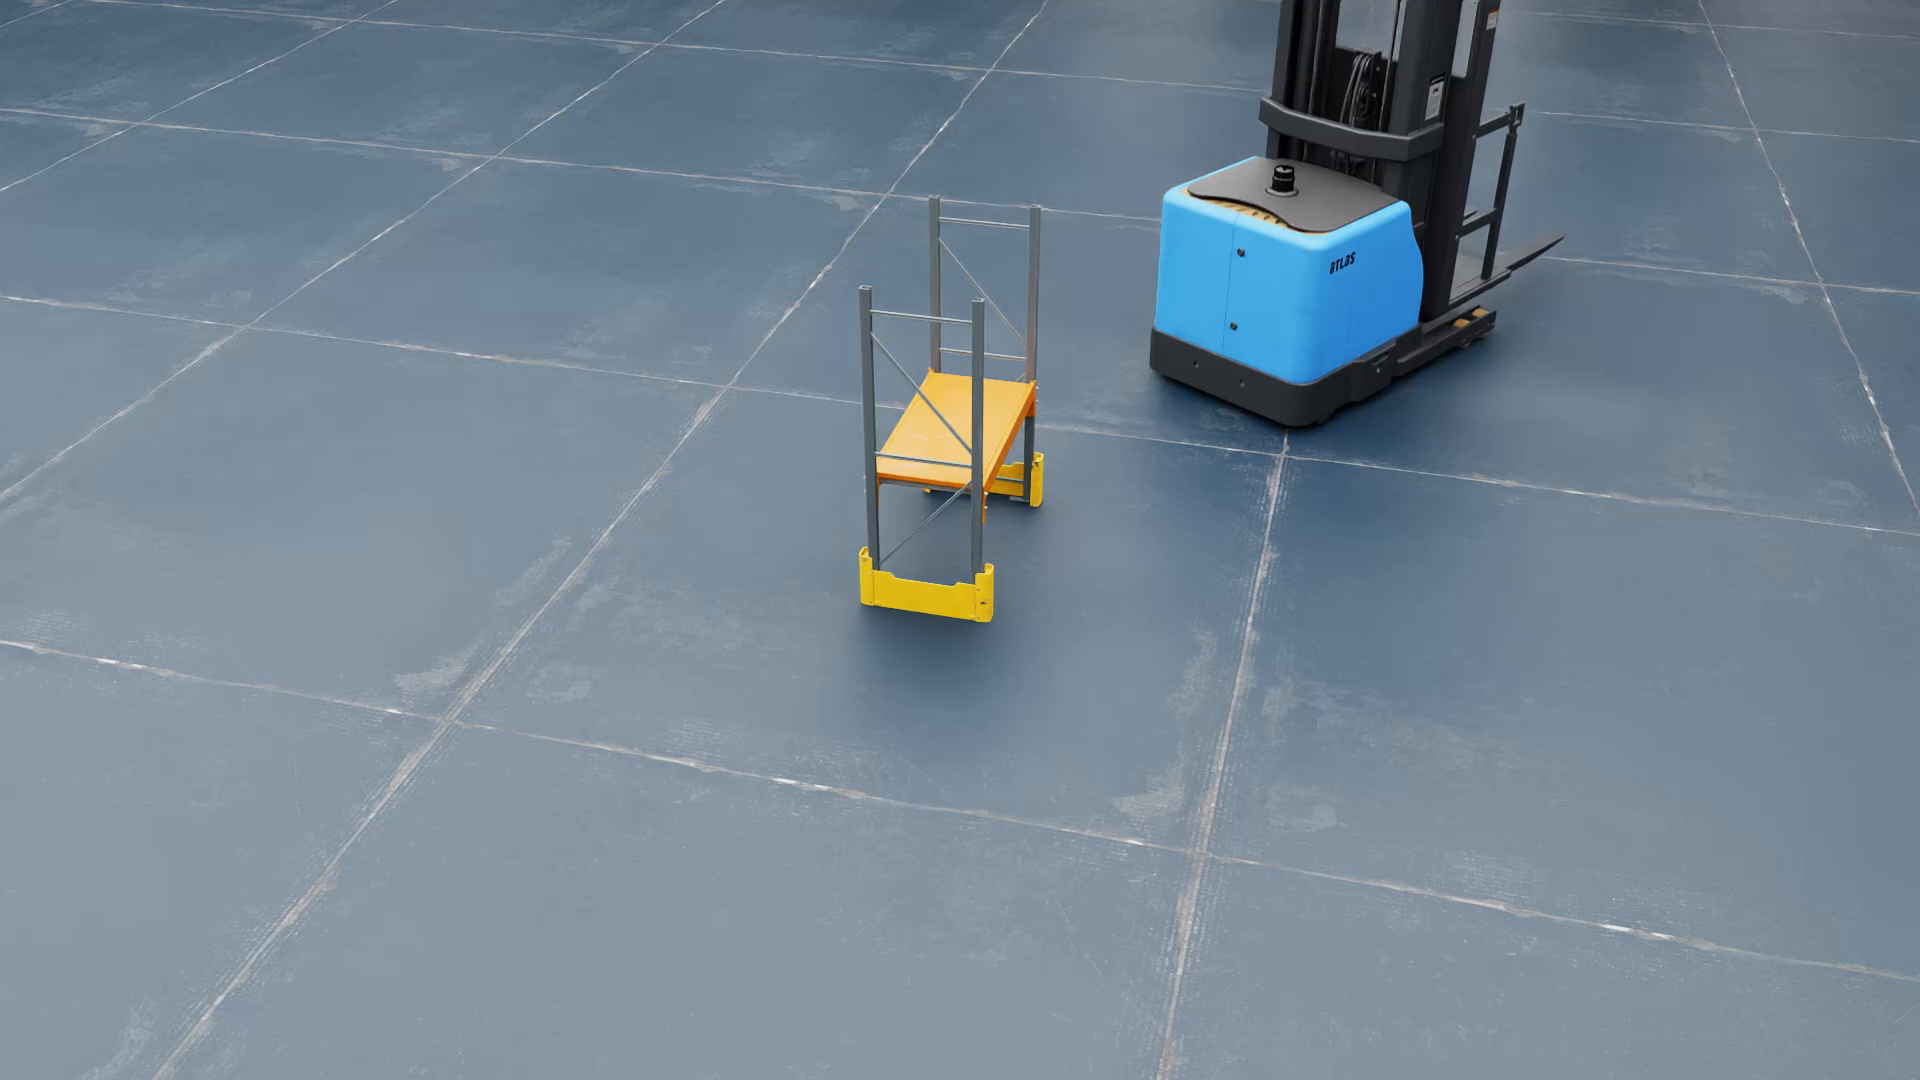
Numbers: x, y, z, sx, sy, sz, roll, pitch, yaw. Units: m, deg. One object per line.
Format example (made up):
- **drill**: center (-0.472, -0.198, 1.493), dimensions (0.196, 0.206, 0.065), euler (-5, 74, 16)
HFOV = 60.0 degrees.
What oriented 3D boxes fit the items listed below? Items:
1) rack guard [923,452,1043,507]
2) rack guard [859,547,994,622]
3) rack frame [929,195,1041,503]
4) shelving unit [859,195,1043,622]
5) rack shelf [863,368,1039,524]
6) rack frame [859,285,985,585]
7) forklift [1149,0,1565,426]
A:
- **rack guard**: center (0.107, -0.324, 8.027), dimensions (0.587, 0.250, 0.087), euler (8, 33, 12)
- **rack guard**: center (-0.146, 0.192, 7.214), dimensions (0.587, 0.250, 0.087), euler (8, 33, 12)
- **rack frame**: center (0.107, -0.852, 7.693), dimensions (0.500, 1.500, 0.032), euler (8, 33, 12)
- **shelving unit**: center (-0.019, -0.593, 7.285), dimensions (0.587, 1.500, 1.083), euler (8, 33, 12)
- **rack shelf**: center (-0.022, -0.437, 7.374), dimensions (0.538, 0.185, 1.000), euler (8, 33, 12)
- **rack frame**: center (-0.151, -0.325, 6.863), dimensions (0.500, 1.500, 0.032), euler (8, 33, 12)
- **forklift**: center (2.441, -2.504, 8.957), dimensions (3.031, 2.935, 1.130), euler (-28, 42, -36)
